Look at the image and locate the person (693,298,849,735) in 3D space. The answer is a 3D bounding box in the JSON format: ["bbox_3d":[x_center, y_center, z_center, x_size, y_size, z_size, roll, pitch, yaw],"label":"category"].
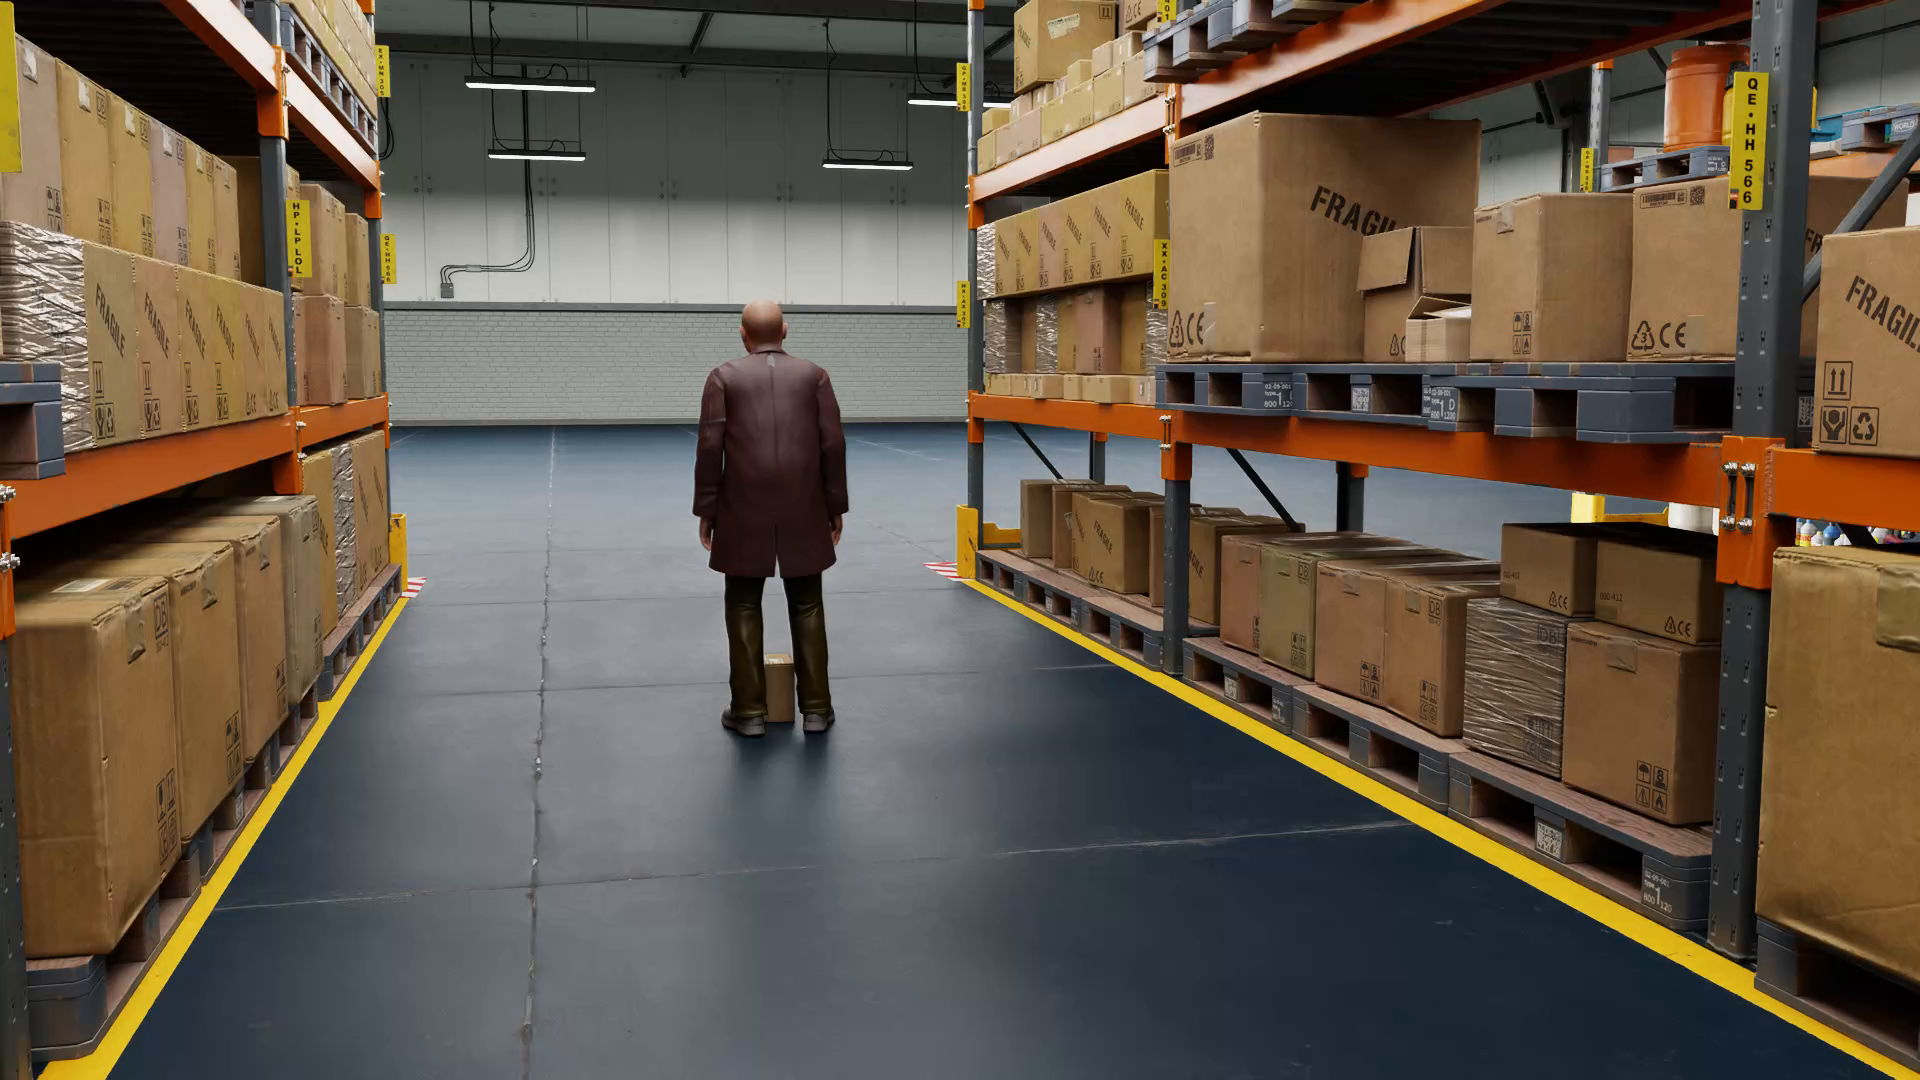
[{"bbox_3d":[-0.773,-0.098,6.821,0.641,1.773,0.428,-1,6,-14],"label":"person"}]
